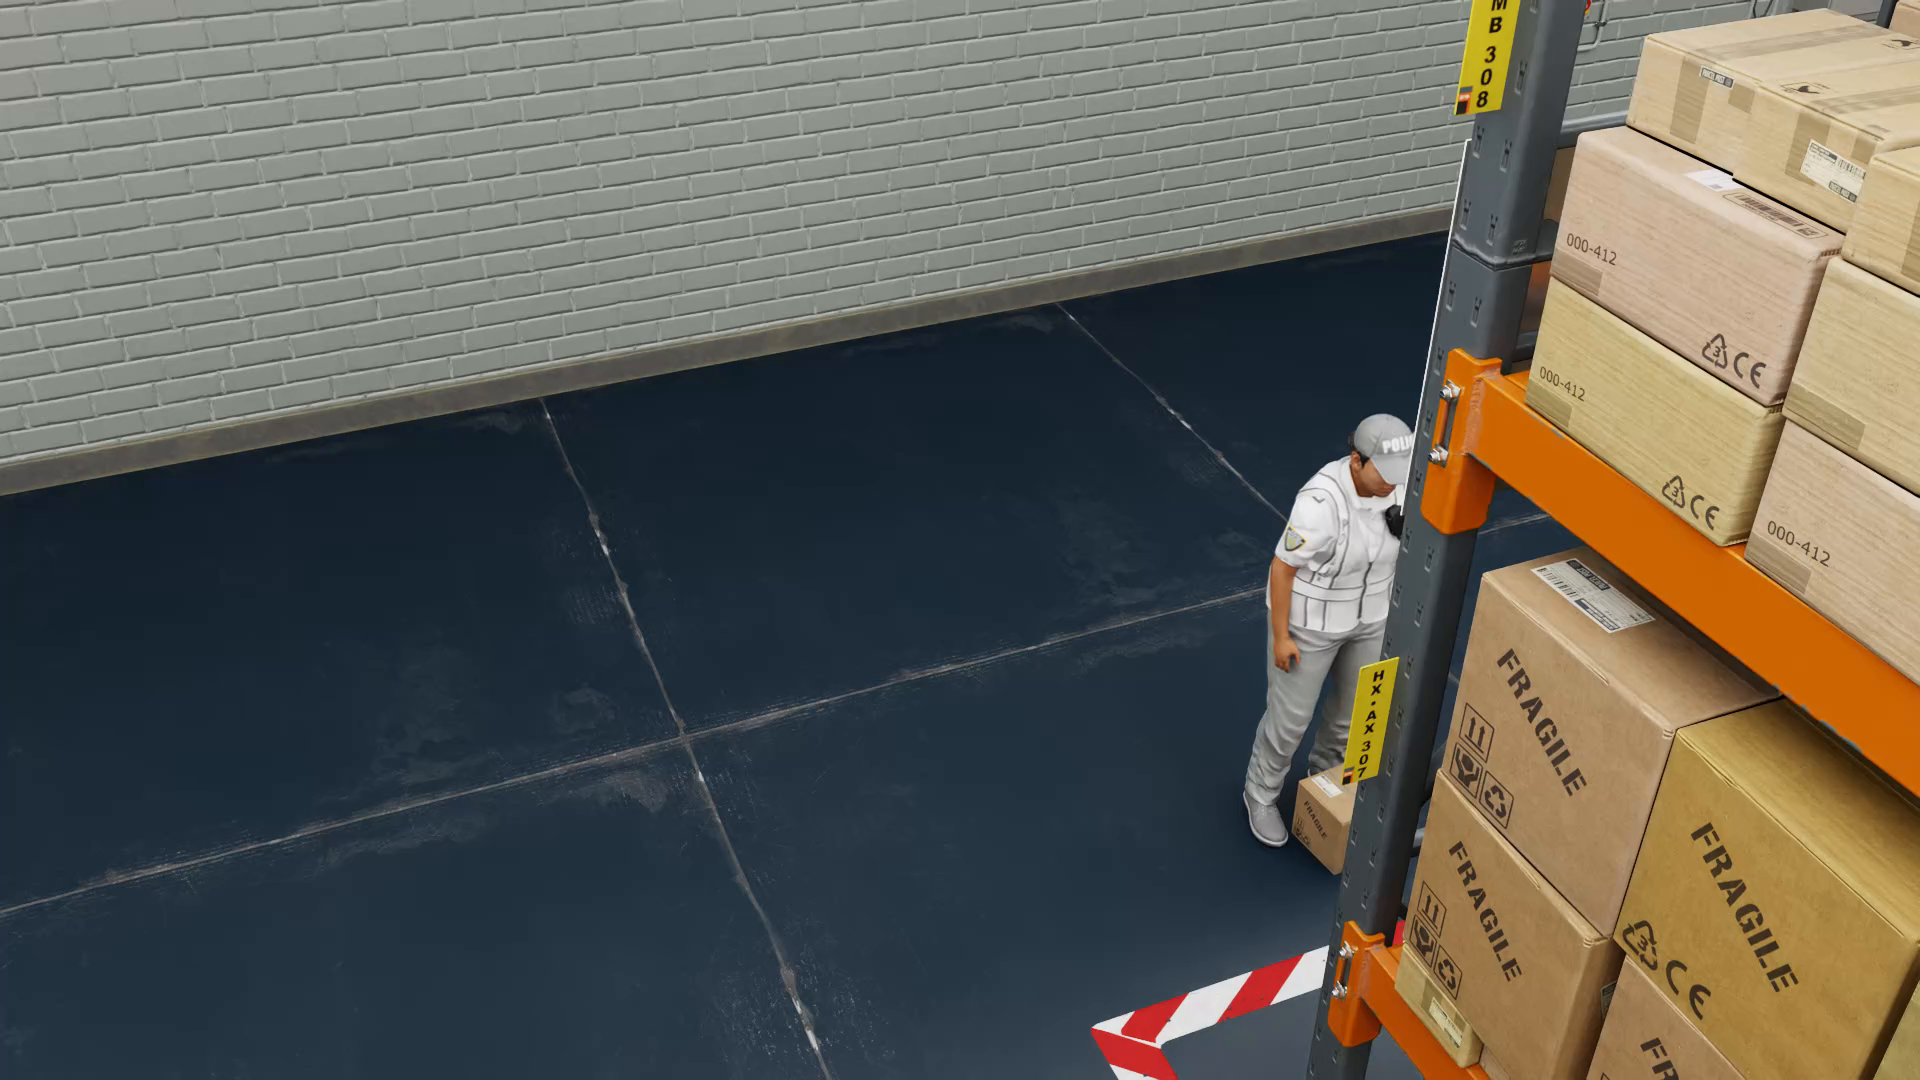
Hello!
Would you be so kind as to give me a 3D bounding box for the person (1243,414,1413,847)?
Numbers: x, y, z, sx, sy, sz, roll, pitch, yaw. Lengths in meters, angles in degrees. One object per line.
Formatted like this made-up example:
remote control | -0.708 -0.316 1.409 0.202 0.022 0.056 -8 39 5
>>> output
person | 1.292 0.291 5.699 0.550 1.666 0.459 -14 36 -20
